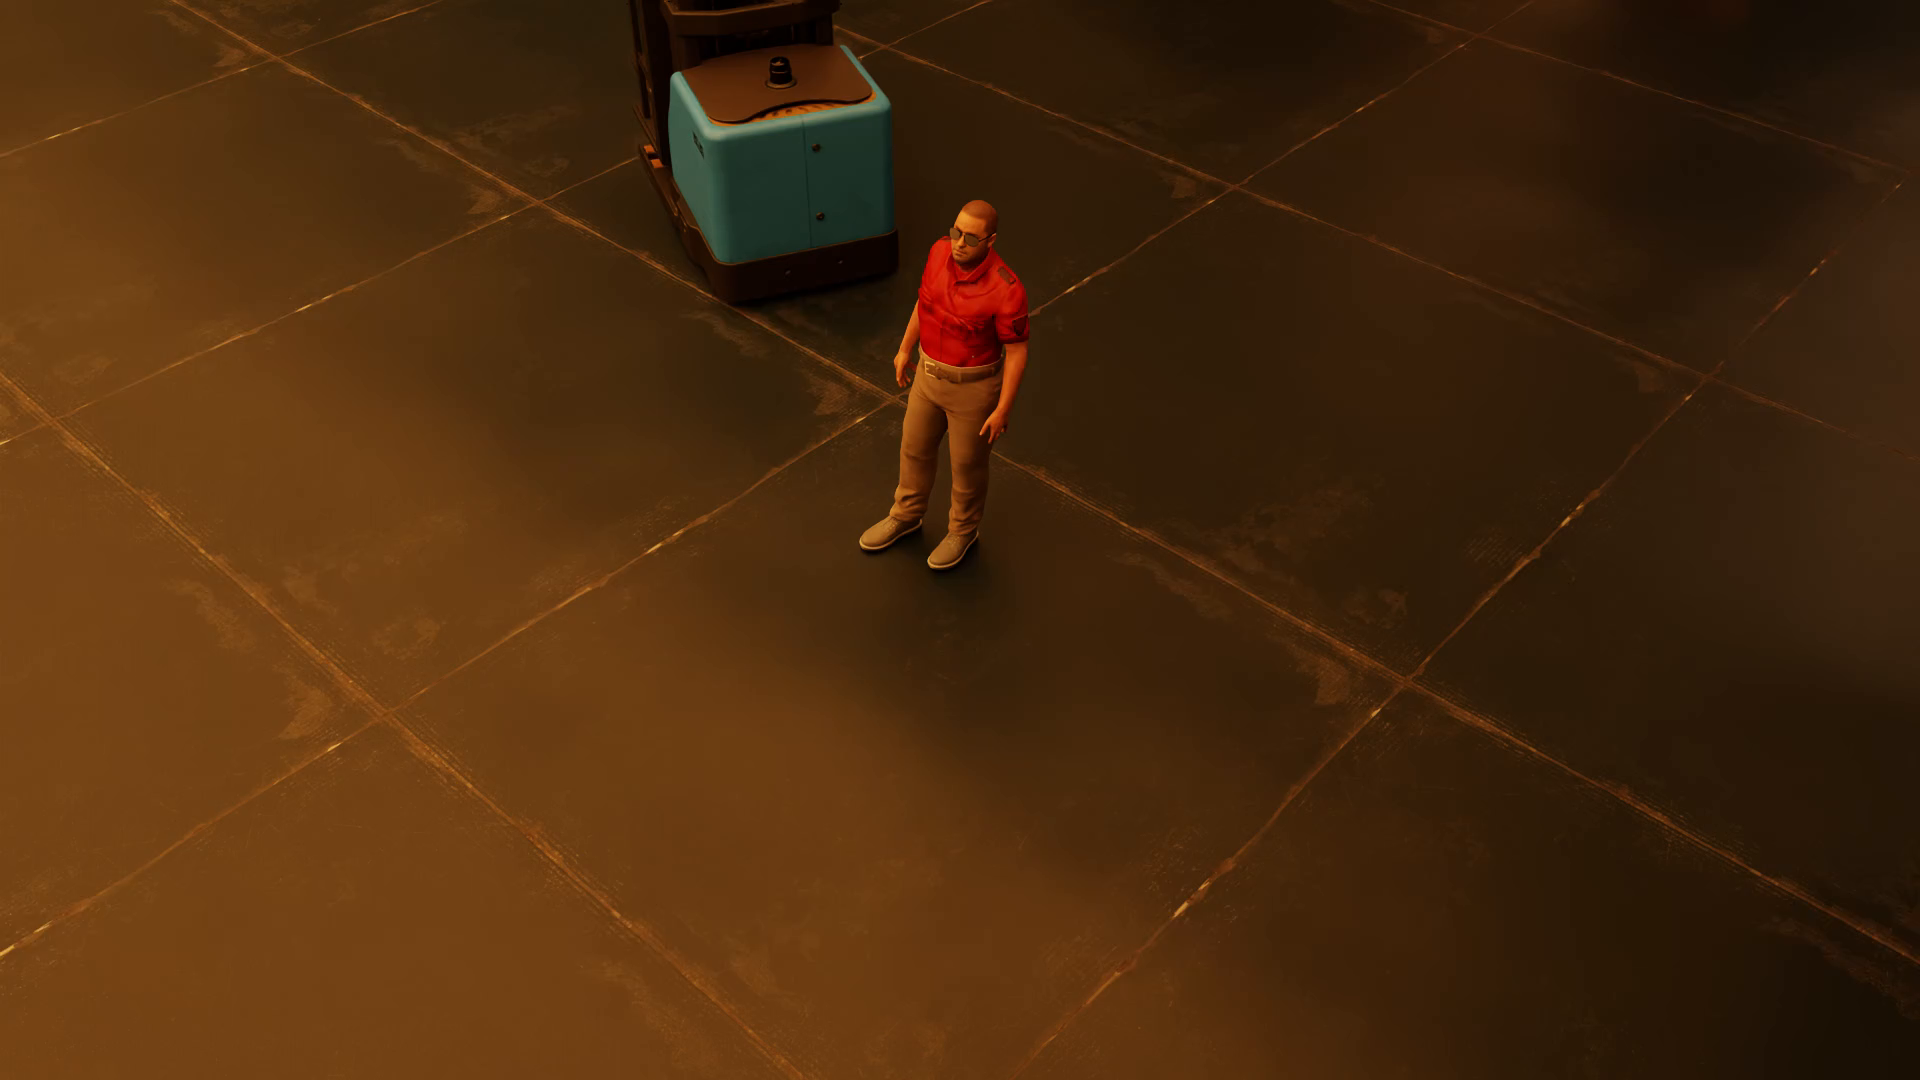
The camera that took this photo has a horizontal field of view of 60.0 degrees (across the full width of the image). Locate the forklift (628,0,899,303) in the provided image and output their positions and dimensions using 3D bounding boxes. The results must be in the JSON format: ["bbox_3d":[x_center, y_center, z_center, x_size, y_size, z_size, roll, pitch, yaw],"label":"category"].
[{"bbox_3d":[-1.351,-3.375,9.362,1.130,2.935,3.031,-14,43,-16],"label":"forklift"}]

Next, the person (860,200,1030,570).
[{"bbox_3d":[-0.070,-0.624,7.068,0.640,1.727,0.551,31,49,31],"label":"person"}]
